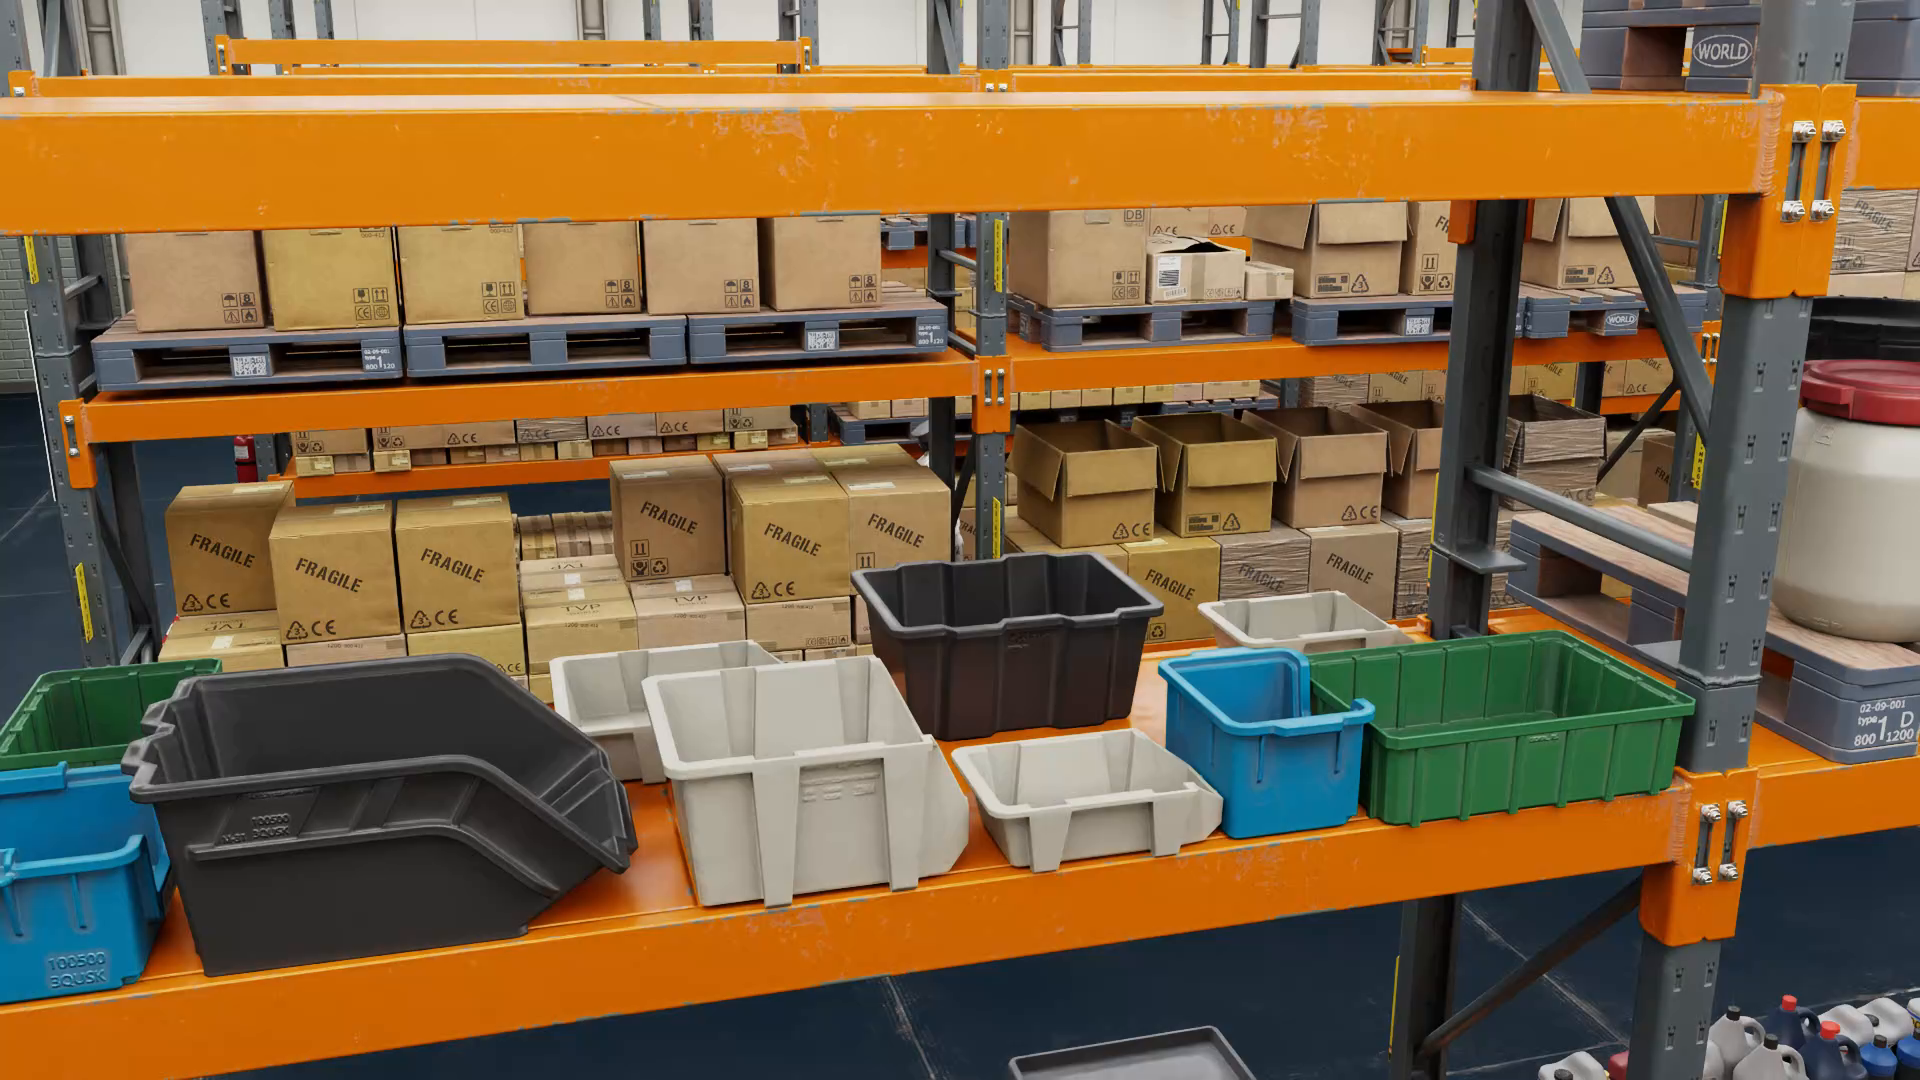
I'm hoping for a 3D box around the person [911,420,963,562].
[{"bbox_3d":[-0.078,-0.071,12.184,0.532,1.696,0.588,-5,17,-15],"label":"person"}]
